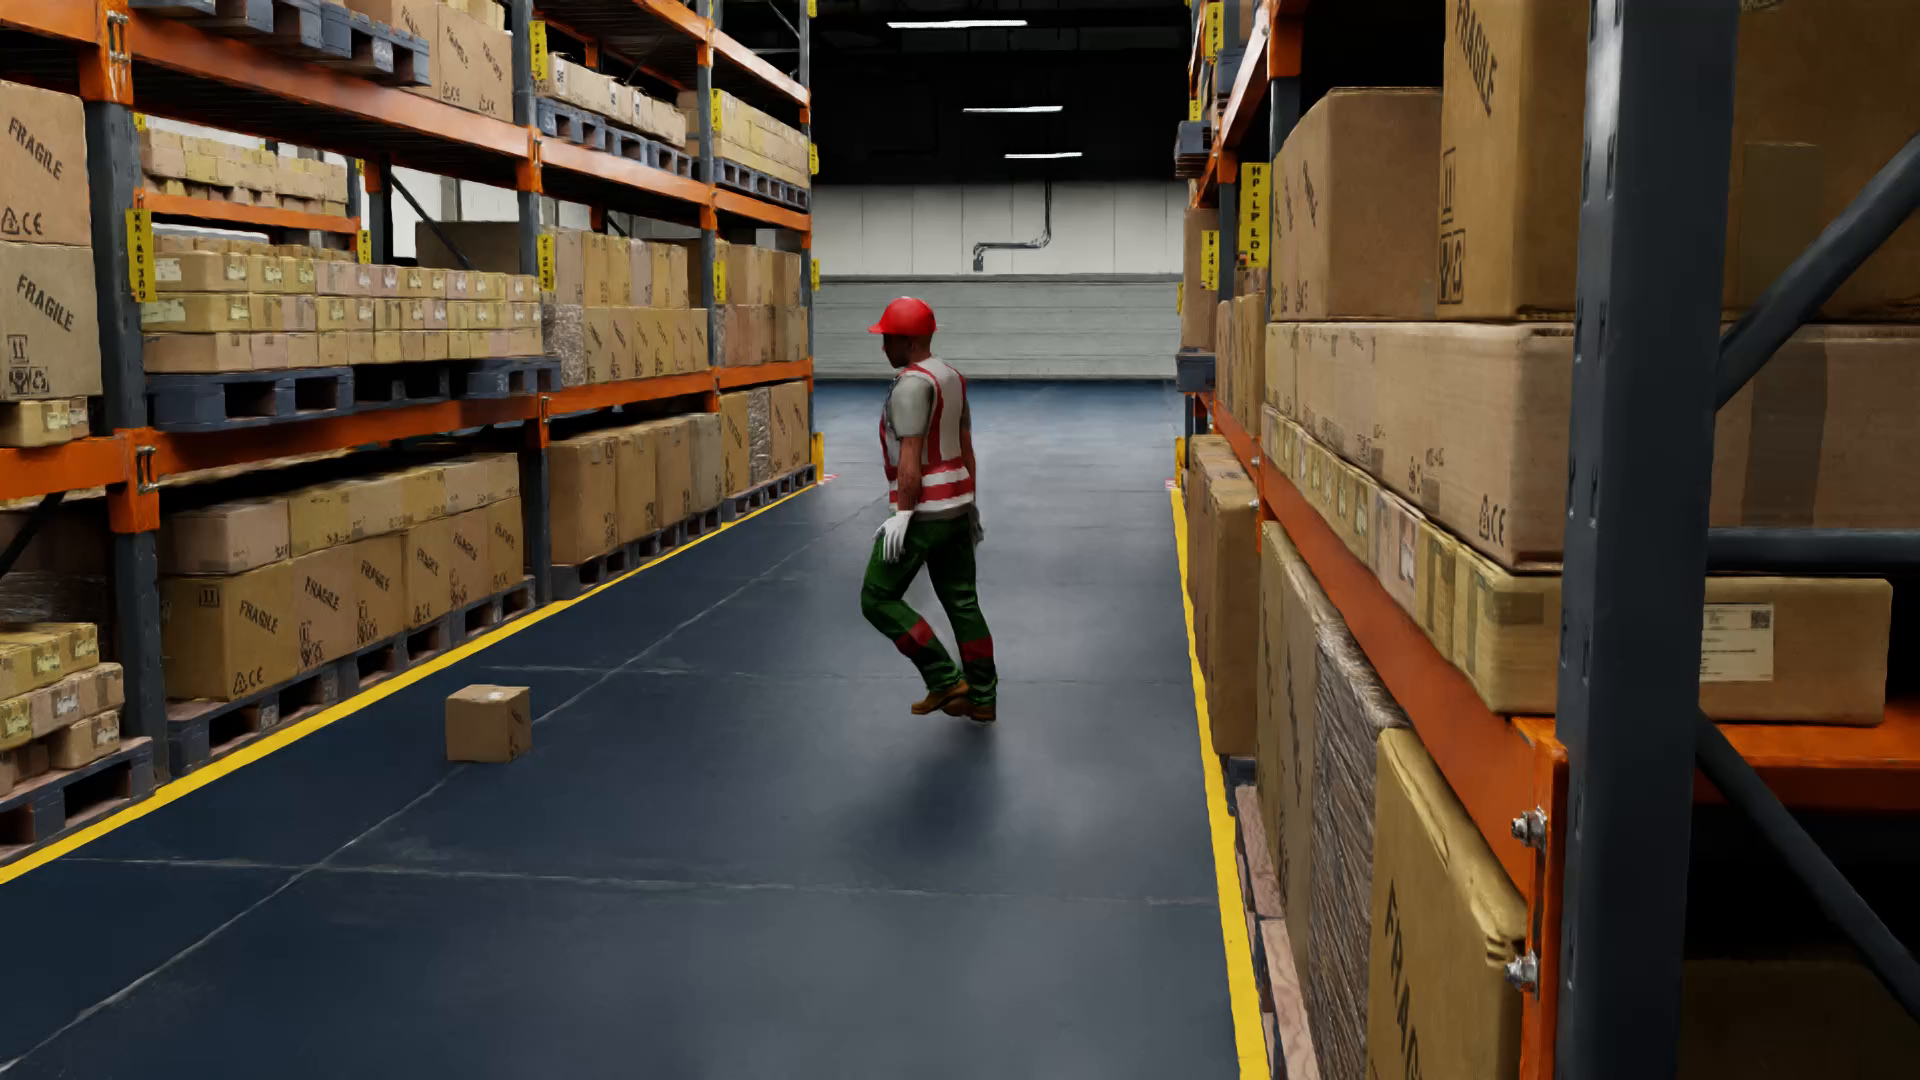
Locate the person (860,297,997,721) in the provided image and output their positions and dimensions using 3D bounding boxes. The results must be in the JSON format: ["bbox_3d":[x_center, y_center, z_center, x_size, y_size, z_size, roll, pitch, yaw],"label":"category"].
[{"bbox_3d":[-0.129,-0.105,6.824,0.473,1.765,0.652,3,8,22],"label":"person"}]
